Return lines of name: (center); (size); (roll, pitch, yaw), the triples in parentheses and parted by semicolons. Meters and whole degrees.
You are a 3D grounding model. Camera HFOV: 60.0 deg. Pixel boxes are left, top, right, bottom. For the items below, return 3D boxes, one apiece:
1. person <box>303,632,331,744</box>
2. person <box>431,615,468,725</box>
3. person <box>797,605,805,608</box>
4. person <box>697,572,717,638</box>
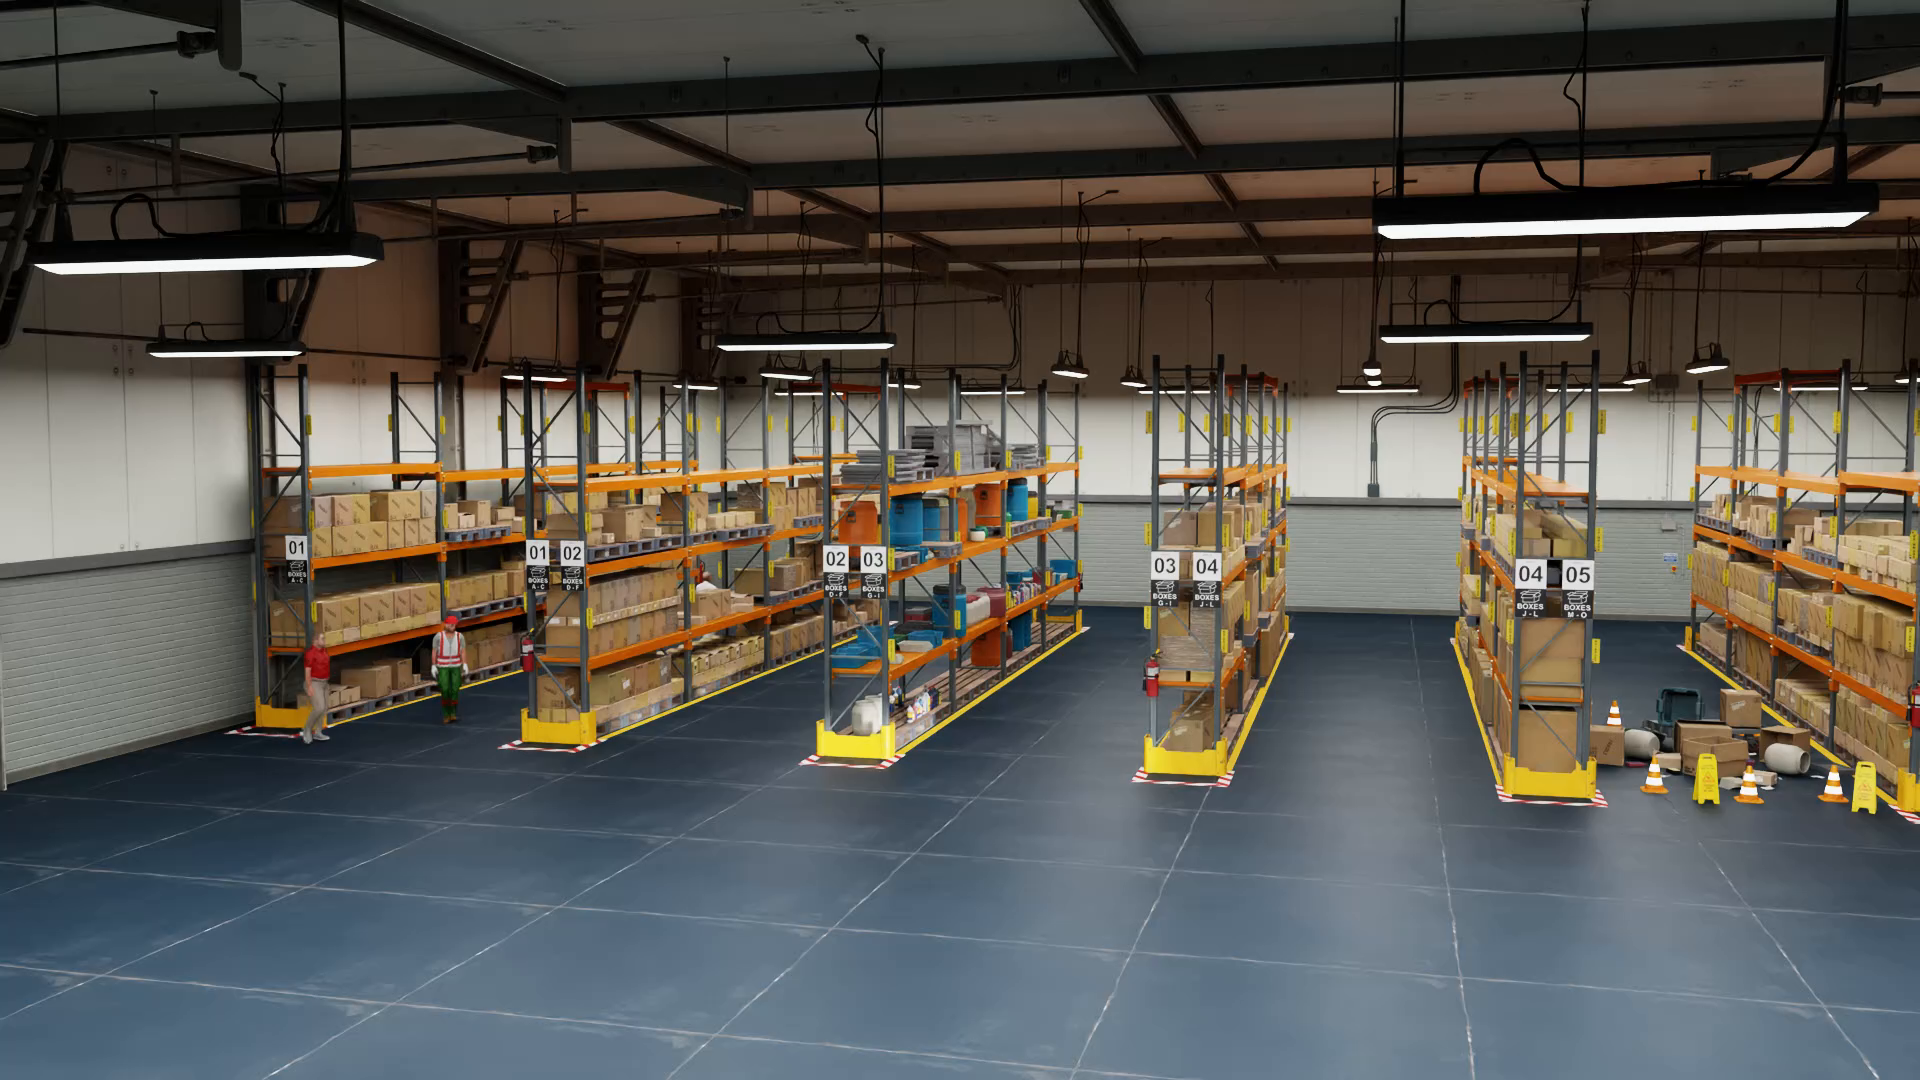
person: (-10.142, 2.324, 26.260); (0.441, 1.747, 0.566); (1, 4, 14)
person: (-8.600, 2.204, 28.045); (0.571, 1.857, 0.460); (-2, 5, -32)
person: (-4.625, 0.997, 45.699); (1.095, 1.720, 0.523); (2, 5, 31)
person: (-5.597, 1.690, 36.681); (0.633, 1.578, 0.588); (3, 5, 39)
